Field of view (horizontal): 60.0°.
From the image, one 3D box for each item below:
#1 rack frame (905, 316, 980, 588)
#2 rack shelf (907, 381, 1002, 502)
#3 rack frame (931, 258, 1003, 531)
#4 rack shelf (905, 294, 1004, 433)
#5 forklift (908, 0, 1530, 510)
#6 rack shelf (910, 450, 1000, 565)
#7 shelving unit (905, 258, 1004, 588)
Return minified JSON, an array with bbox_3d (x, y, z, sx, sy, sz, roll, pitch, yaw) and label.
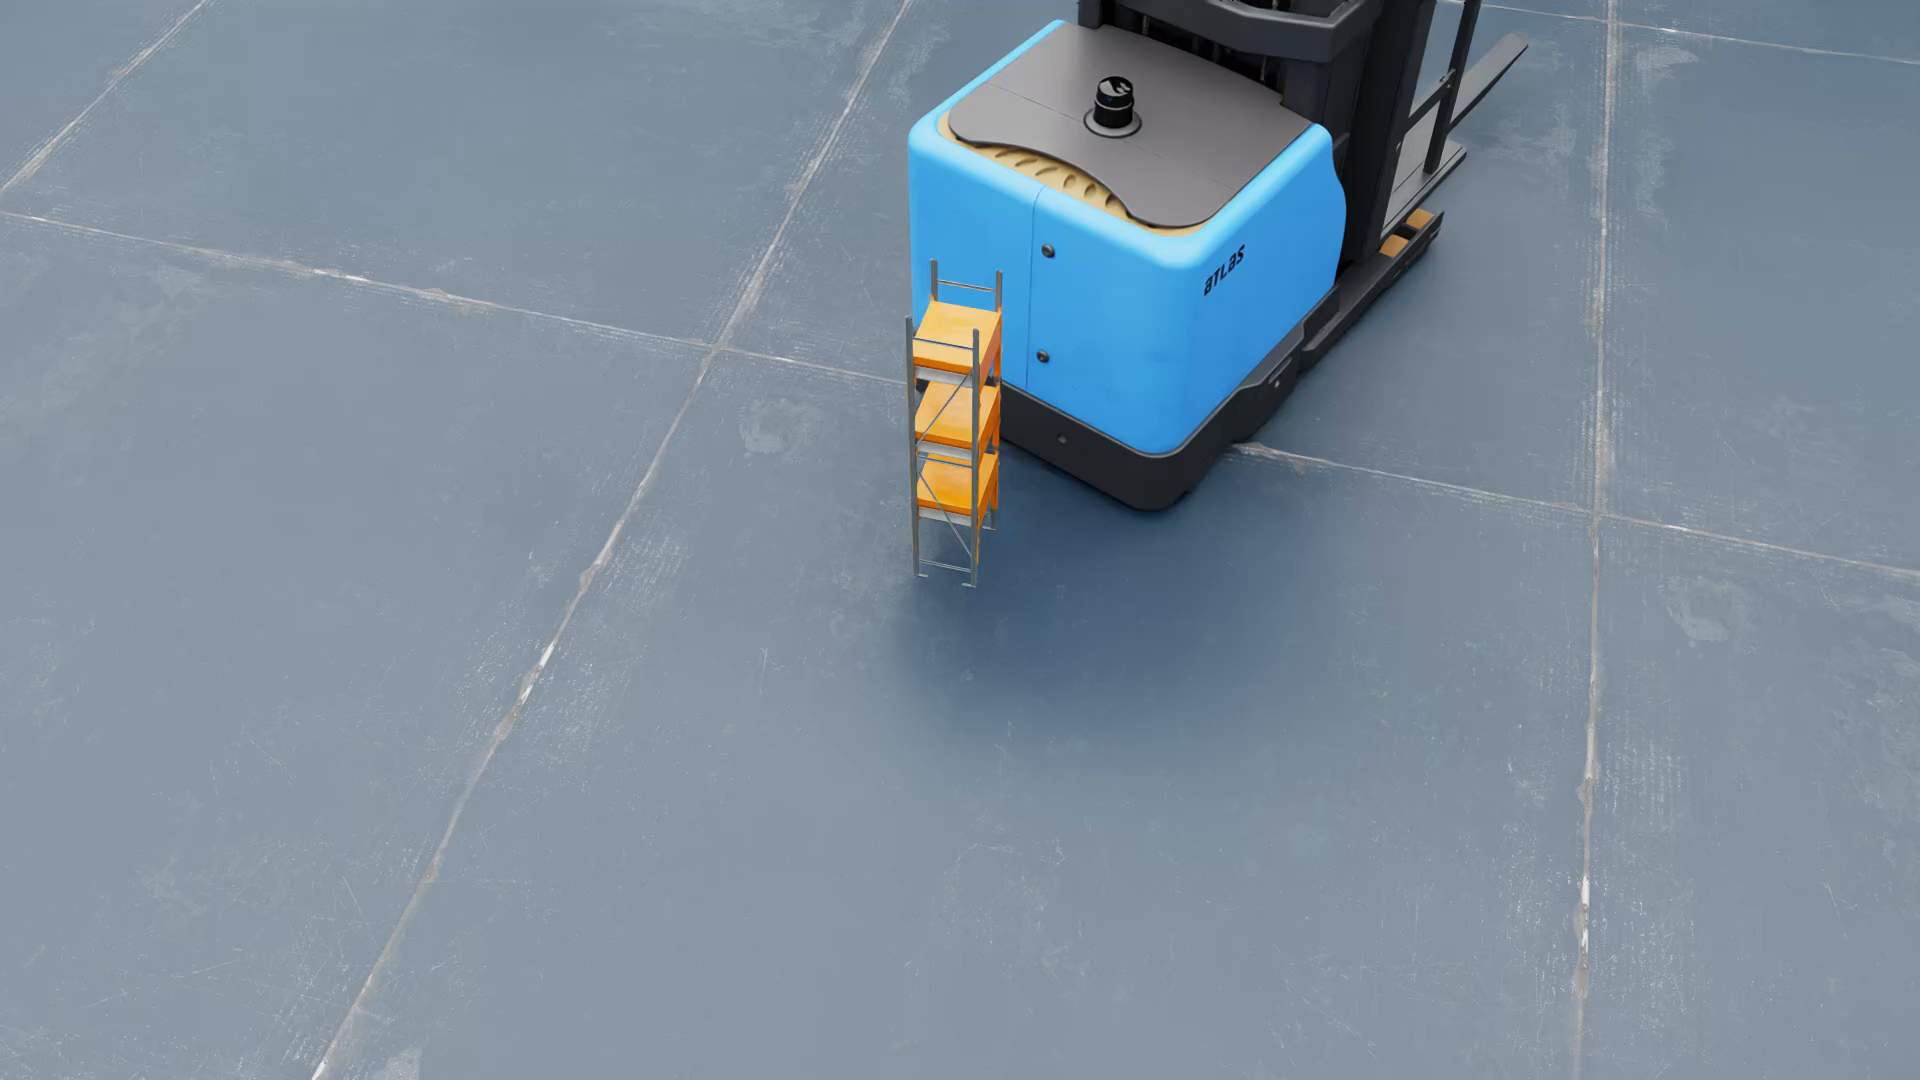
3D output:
[{"bbox_3d":[-0.046,-0.220,4.744,0.200,1.050,0.008,12,50,10],"label":"rack frame"},{"bbox_3d":[-0.014,-0.302,4.830,0.215,0.259,0.240,12,50,10],"label":"rack shelf"},{"bbox_3d":[0.018,-0.397,4.900,0.200,1.050,0.008,12,50,10],"label":"rack frame"},{"bbox_3d":[-0.014,-0.489,4.617,0.215,0.259,0.240,12,50,10],"label":"rack shelf"},{"bbox_3d":[1.127,-2.122,5.168,1.130,2.935,3.031,30,55,24],"label":"forklift"},{"bbox_3d":[-0.014,-0.118,5.039,0.215,0.259,0.240,12,50,10],"label":"rack shelf"},{"bbox_3d":[-0.014,-0.309,4.822,0.215,1.050,0.252,12,50,10],"label":"shelving unit"}]
